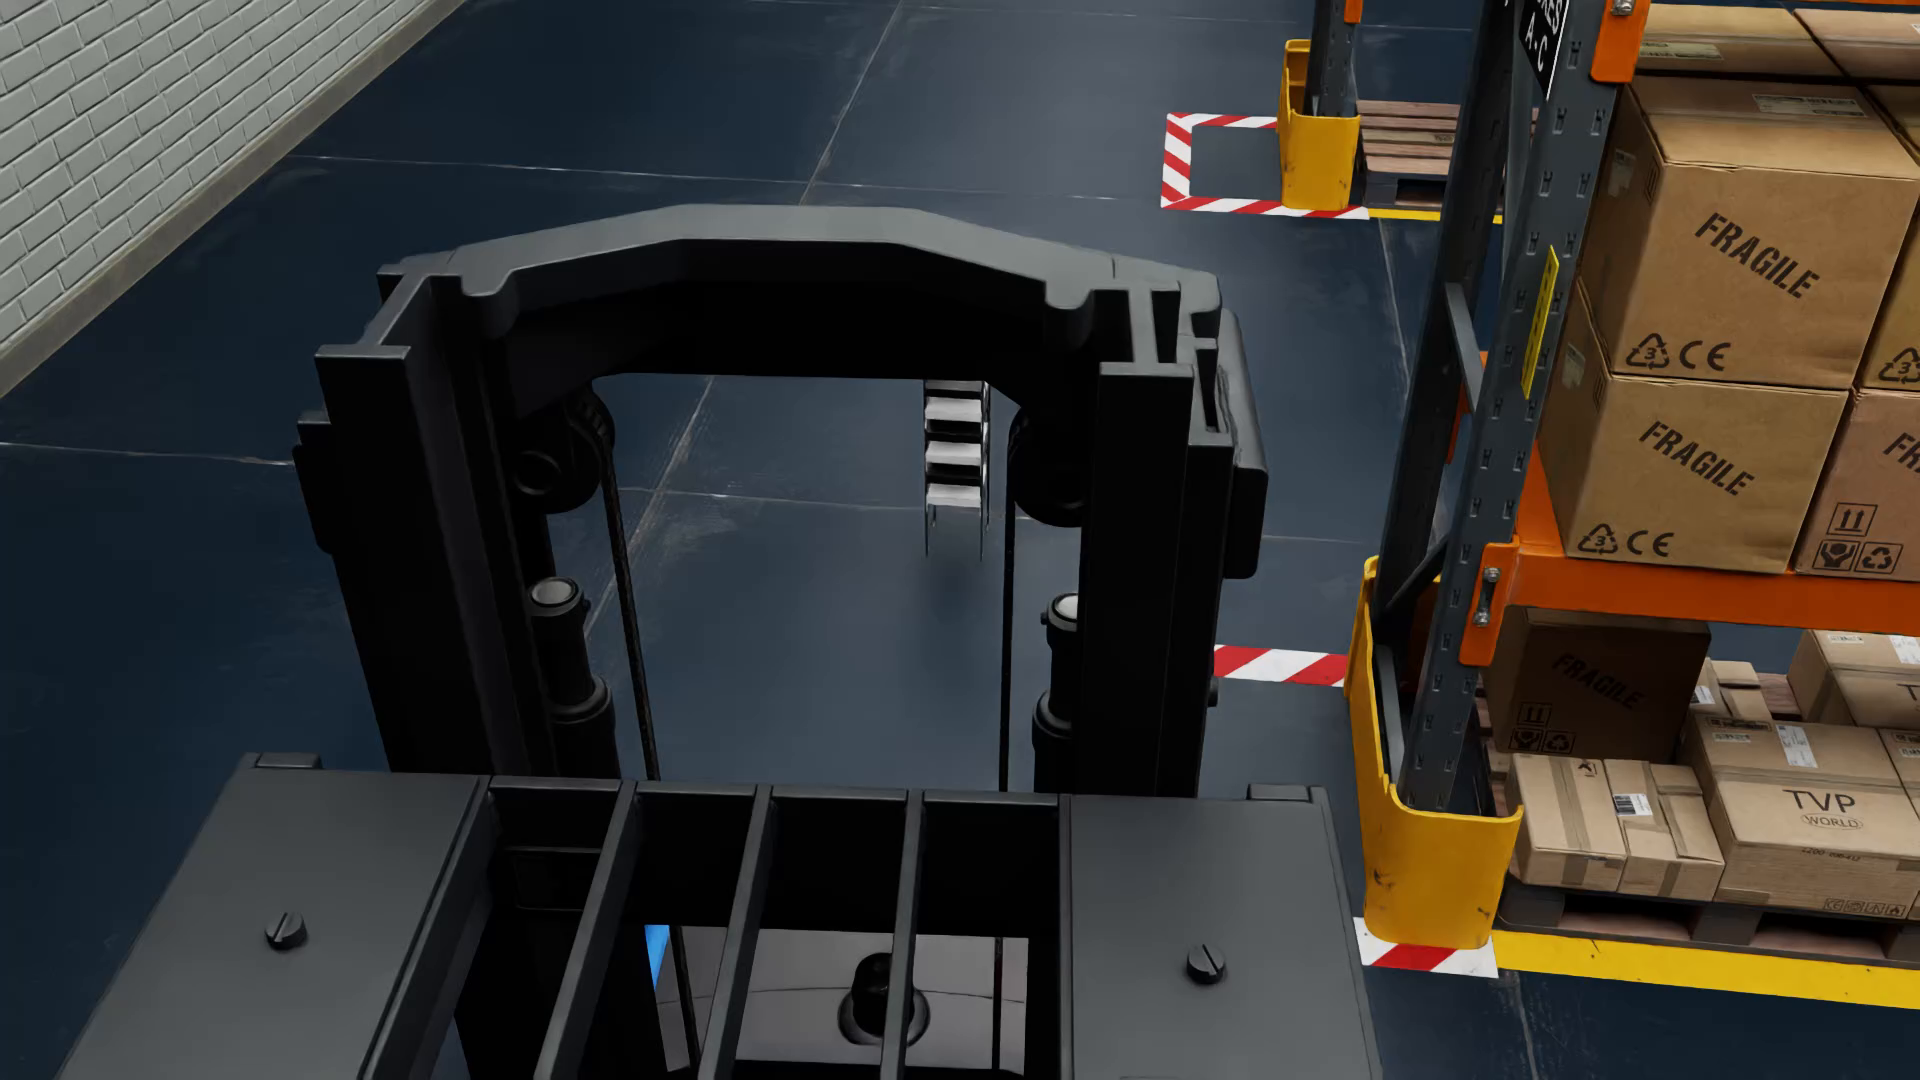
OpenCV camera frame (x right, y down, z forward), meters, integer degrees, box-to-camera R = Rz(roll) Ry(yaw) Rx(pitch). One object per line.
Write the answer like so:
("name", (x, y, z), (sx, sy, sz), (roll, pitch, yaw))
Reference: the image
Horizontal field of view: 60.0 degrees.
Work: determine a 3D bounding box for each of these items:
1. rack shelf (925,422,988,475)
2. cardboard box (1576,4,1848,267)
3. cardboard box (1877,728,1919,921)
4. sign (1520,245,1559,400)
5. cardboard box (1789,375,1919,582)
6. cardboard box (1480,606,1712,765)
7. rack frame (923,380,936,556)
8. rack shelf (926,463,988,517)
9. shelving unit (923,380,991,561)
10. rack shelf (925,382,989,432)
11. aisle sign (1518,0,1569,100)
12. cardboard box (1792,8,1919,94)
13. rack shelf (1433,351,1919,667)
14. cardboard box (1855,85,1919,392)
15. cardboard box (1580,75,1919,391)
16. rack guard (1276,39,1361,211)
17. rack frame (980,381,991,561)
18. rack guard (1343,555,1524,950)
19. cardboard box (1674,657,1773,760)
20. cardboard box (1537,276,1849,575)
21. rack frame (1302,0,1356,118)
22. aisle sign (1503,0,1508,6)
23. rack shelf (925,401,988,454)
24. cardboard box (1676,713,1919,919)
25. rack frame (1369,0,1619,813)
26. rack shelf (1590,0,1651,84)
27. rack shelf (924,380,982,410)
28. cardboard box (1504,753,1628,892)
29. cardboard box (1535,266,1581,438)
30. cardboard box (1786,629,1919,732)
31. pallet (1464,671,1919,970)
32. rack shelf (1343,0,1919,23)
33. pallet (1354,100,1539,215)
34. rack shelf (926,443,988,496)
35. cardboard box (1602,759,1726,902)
("rack shelf", (-0.008, -0.340, 6.009), (0.200, 0.077, 0.258), (4, 36, 6))
("cardboard box", (1.789, -0.999, 4.121), (0.500, 0.500, 0.500), (4, 36, 6))
("cardboard box", (2.808, 0.792, 4.547), (0.500, 0.250, 0.500), (4, 36, 6))
("sign", (1.244, -0.466, 3.575), (0.005, 0.325, 0.100), (4, 36, 6))
("cardboard box", (2.232, -0.247, 3.928), (0.500, 0.500, 0.500), (4, 36, 5))
("cardboard box", (1.884, 0.311, 5.006), (0.500, 0.500, 0.500), (4, 36, 6))
("rack frame", (-0.109, -0.374, 6.000), (0.006, 0.900, 0.240), (4, 36, 6))
("rack shelf", (-0.008, -0.193, 6.113), (0.200, 0.077, 0.258), (4, 36, 6))
("shelving unit", (-0.008, -0.367, 5.989), (0.210, 0.900, 0.258), (4, 36, 6))
("rack shelf", (-0.008, -0.486, 5.904), (0.200, 0.077, 0.258), (4, 36, 6))
("aisle sign", (1.208, -1.320, 3.280), (0.004, 0.787, 0.394), (4, 36, 6))
("cardboard box", (2.291, -0.962, 4.070), (0.500, 0.500, 0.500), (5, 36, 7))
("rack shelf", (3.297, 0.015, 4.267), (4.000, 0.370, 1.077), (4, 36, 6))
("cardboard box", (2.239, -0.655, 3.639), (0.500, 0.500, 0.500), (5, 36, 6))
("cardboard box", (1.719, -0.689, 3.687), (0.500, 0.500, 0.500), (5, 36, 7))
("rack guard", (1.922, -2.257, 8.982), (0.348, 0.500, 1.175), (4, 36, 6))
("rack frame", (0.093, -0.359, 5.979), (0.006, 0.900, 0.240), (4, 36, 6))
("rack guard", (1.388, 0.597, 4.983), (0.348, 0.500, 1.175), (4, 36, 6))
("cardboard box", (2.274, 0.528, 4.988), (0.250, 0.166, 0.380), (4, 36, 6))
("cardboard box", (1.719, -0.282, 3.977), (0.500, 0.500, 0.500), (5, 36, 7))
("rack frame", (1.947, -3.280, 8.264), (0.127, 3.000, 1.000), (4, 36, 6))
("aisle sign", (1.284, -1.666, 3.764), (0.004, 0.787, 0.394), (4, 36, 6))
("rack shelf", (-0.008, -0.413, 5.957), (0.200, 0.077, 0.258), (4, 36, 6))
("cardboard box", (2.312, 0.755, 4.599), (0.500, 0.250, 0.500), (4, 36, 6))
("rack frame", (1.313, -0.426, 4.265), (0.127, 3.000, 1.000), (4, 36, 6))
("rack shelf", (3.297, -1.206, 3.395), (4.000, 0.370, 1.077), (4, 36, 6))
("rack shelf", (-0.008, -0.560, 5.852), (0.200, 0.077, 0.258), (4, 36, 6))
("cardboard box", (1.684, 0.784, 4.644), (0.250, 0.149, 0.380), (4, 36, 6))
("cardboard box", (1.792, -0.591, 4.409), (0.500, 0.500, 0.500), (5, 36, 7))
("cardboard box", (2.822, 0.500, 4.956), (0.500, 0.250, 0.500), (4, 36, 6))
("pallet", (2.179, 0.773, 4.985), (1.213, 0.211, 1.003), (4, 36, 6))
("rack shelf", (3.931, -2.839, 8.265), (4.000, 0.370, 1.077), (4, 36, 6))
("pallet", (2.761, -2.062, 8.957), (1.213, 0.211, 1.003), (4, 36, 6))
("rack shelf", (-0.008, -0.267, 6.061), (0.200, 0.077, 0.258), (4, 36, 6))
("cardboard box", (1.932, 0.796, 4.613), (0.250, 0.166, 0.380), (4, 36, 6))
